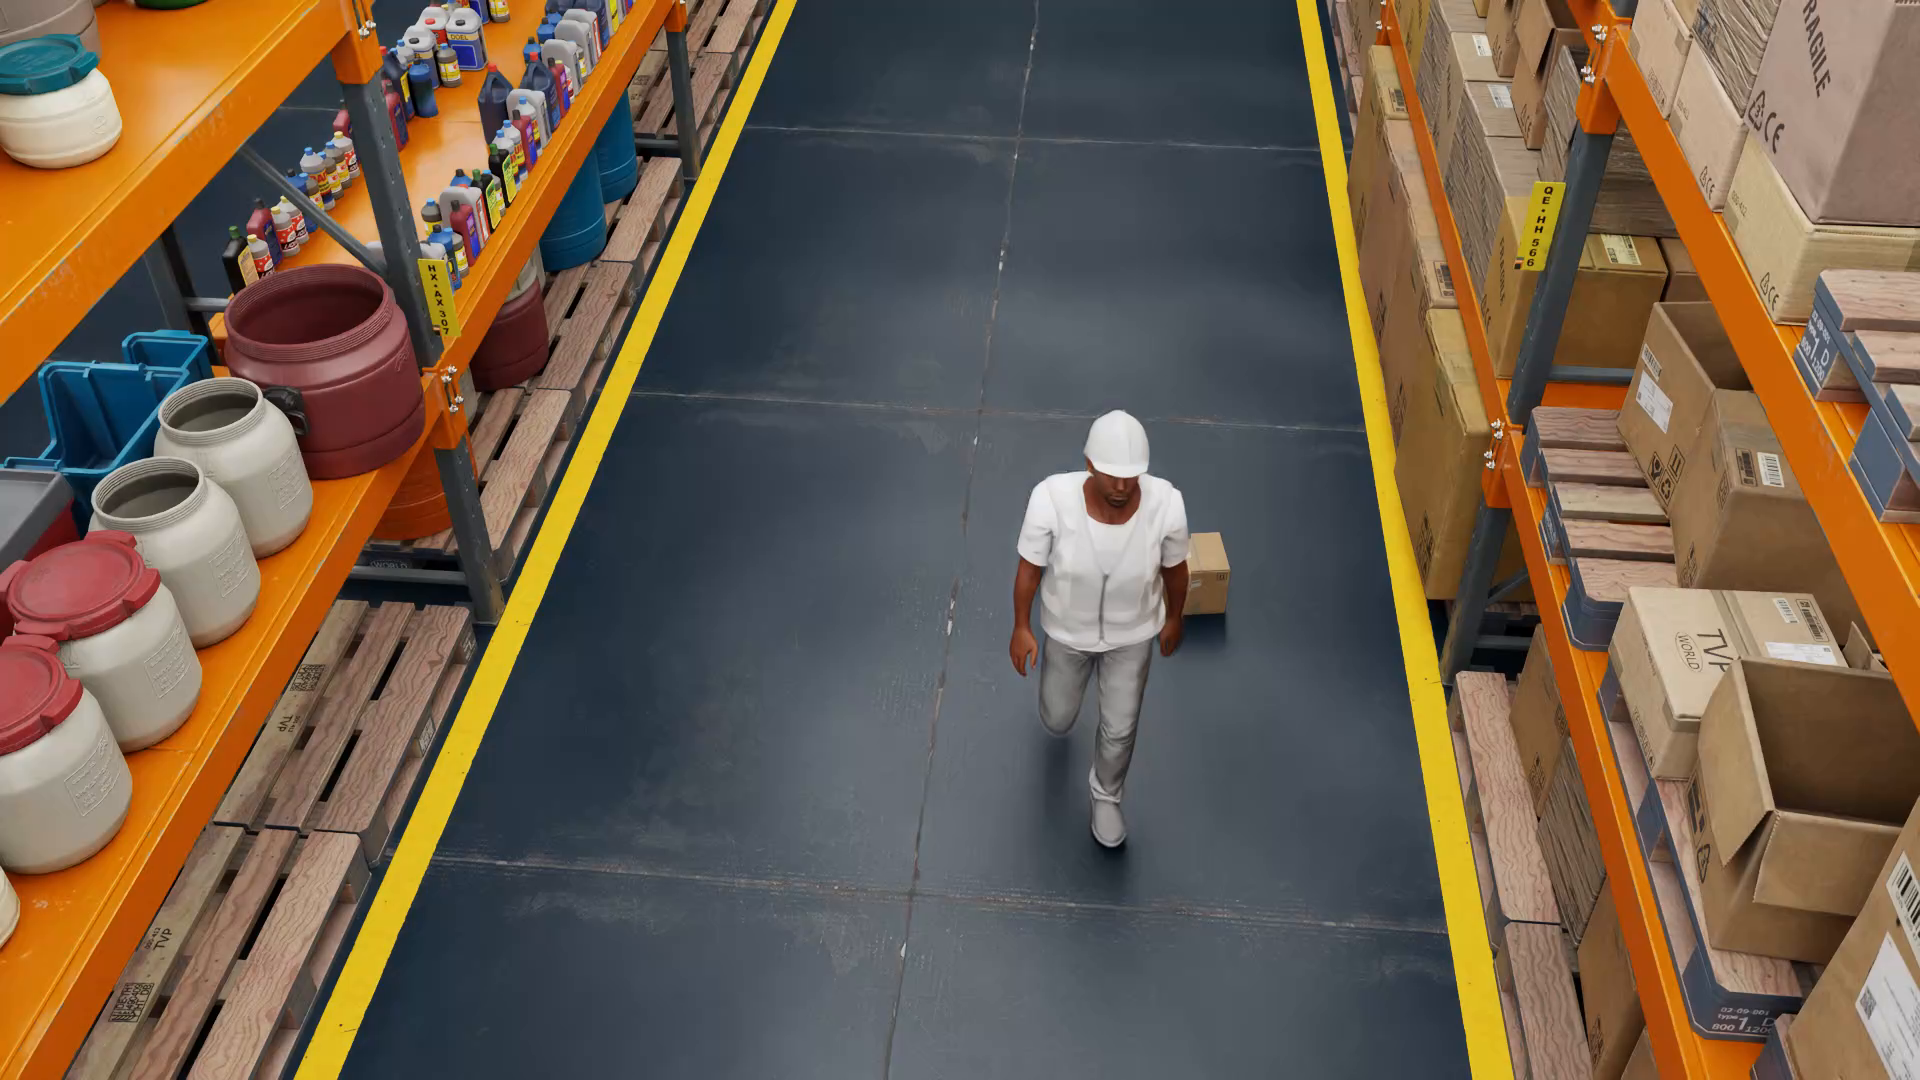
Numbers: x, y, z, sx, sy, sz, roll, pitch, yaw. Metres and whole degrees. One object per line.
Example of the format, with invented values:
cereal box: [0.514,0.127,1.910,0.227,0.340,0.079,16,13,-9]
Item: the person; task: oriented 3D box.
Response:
person: [0.484,0.248,5.822,0.611,1.746,0.721,2,40,3]
